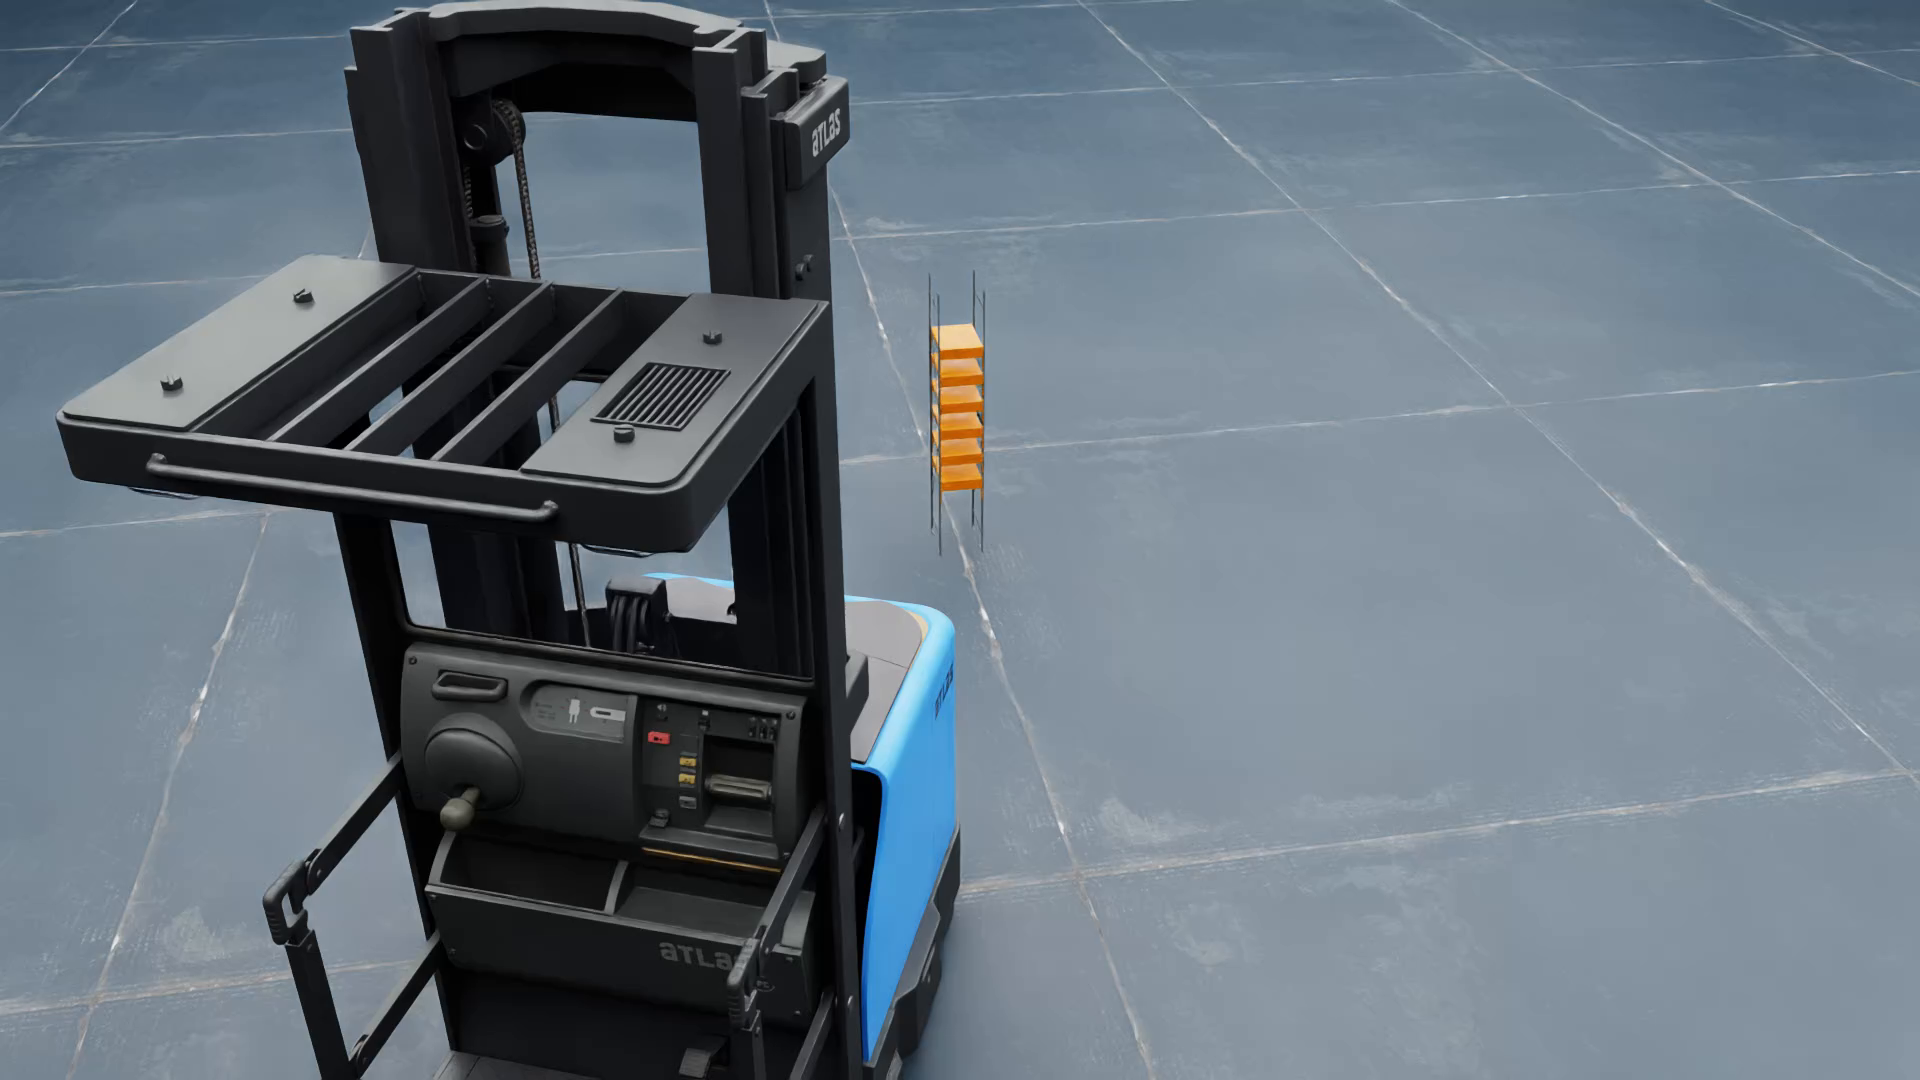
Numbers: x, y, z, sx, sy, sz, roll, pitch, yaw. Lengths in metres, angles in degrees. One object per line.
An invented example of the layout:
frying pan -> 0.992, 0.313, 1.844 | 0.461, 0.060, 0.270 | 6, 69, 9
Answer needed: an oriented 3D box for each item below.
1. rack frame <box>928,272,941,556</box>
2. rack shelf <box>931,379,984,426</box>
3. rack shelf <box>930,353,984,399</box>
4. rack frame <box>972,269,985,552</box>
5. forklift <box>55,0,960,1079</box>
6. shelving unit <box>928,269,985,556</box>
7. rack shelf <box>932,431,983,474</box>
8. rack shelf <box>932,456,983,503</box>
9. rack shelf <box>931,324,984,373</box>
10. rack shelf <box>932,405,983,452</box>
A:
rack frame -> -0.104, -0.508, 6.929 | 0.006, 1.200, 0.240 | -5, 31, -9
rack shelf -> -0.014, -0.581, 6.905 | 0.180, 0.103, 0.258 | -5, 31, -9
rack shelf -> -0.014, -0.684, 6.844 | 0.180, 0.103, 0.258 | -5, 31, -9
rack frame -> 0.076, -0.524, 6.958 | 0.006, 1.200, 0.240 | -5, 31, -9
forklift -> -0.839, 0.527, 3.462 | 1.130, 2.935, 3.031 | 7, 31, 11
shelving unit -> -0.014, -0.516, 6.944 | 0.189, 1.200, 0.258 | -5, 31, -9
rack shelf -> -0.014, -0.374, 7.027 | 0.180, 0.103, 0.258 | -5, 31, -9
rack shelf -> -0.014, -0.271, 7.088 | 0.180, 0.103, 0.258 | -5, 31, -9
rack shelf -> -0.014, -0.788, 6.784 | 0.180, 0.103, 0.258 | -5, 31, -9
rack shelf -> -0.014, -0.478, 6.966 | 0.180, 0.103, 0.258 | -5, 31, -9
